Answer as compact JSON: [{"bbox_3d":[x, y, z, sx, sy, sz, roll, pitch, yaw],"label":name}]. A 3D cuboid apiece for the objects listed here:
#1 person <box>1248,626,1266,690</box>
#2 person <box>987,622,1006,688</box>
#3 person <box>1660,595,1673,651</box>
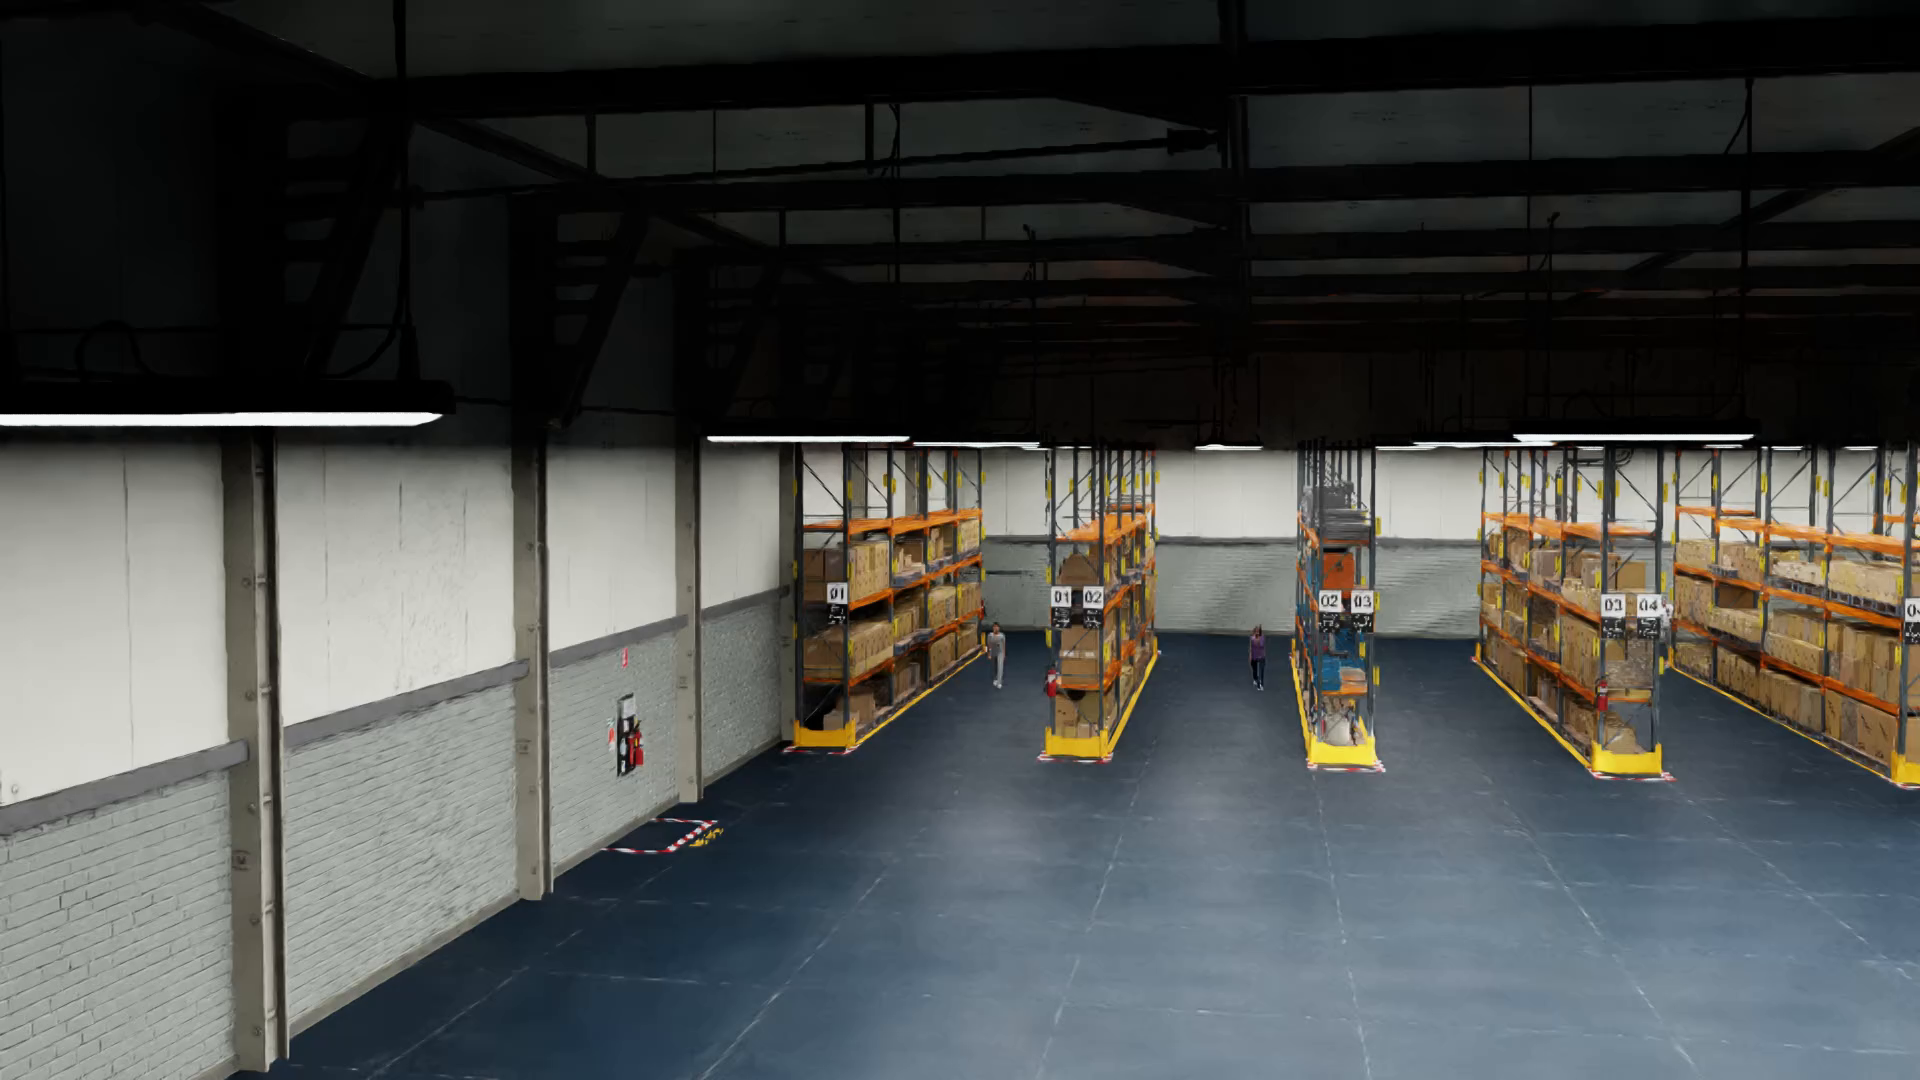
[{"bbox_3d":[7.175,2.825,40.160,0.417,1.517,1.032,1,3,13],"label":"person"},{"bbox_3d":[0.869,2.767,40.392,0.449,1.585,1.097,0,3,9],"label":"person"},{"bbox_3d":[19.777,2.396,46.734,0.586,1.710,0.968,2,4,34],"label":"person"}]
